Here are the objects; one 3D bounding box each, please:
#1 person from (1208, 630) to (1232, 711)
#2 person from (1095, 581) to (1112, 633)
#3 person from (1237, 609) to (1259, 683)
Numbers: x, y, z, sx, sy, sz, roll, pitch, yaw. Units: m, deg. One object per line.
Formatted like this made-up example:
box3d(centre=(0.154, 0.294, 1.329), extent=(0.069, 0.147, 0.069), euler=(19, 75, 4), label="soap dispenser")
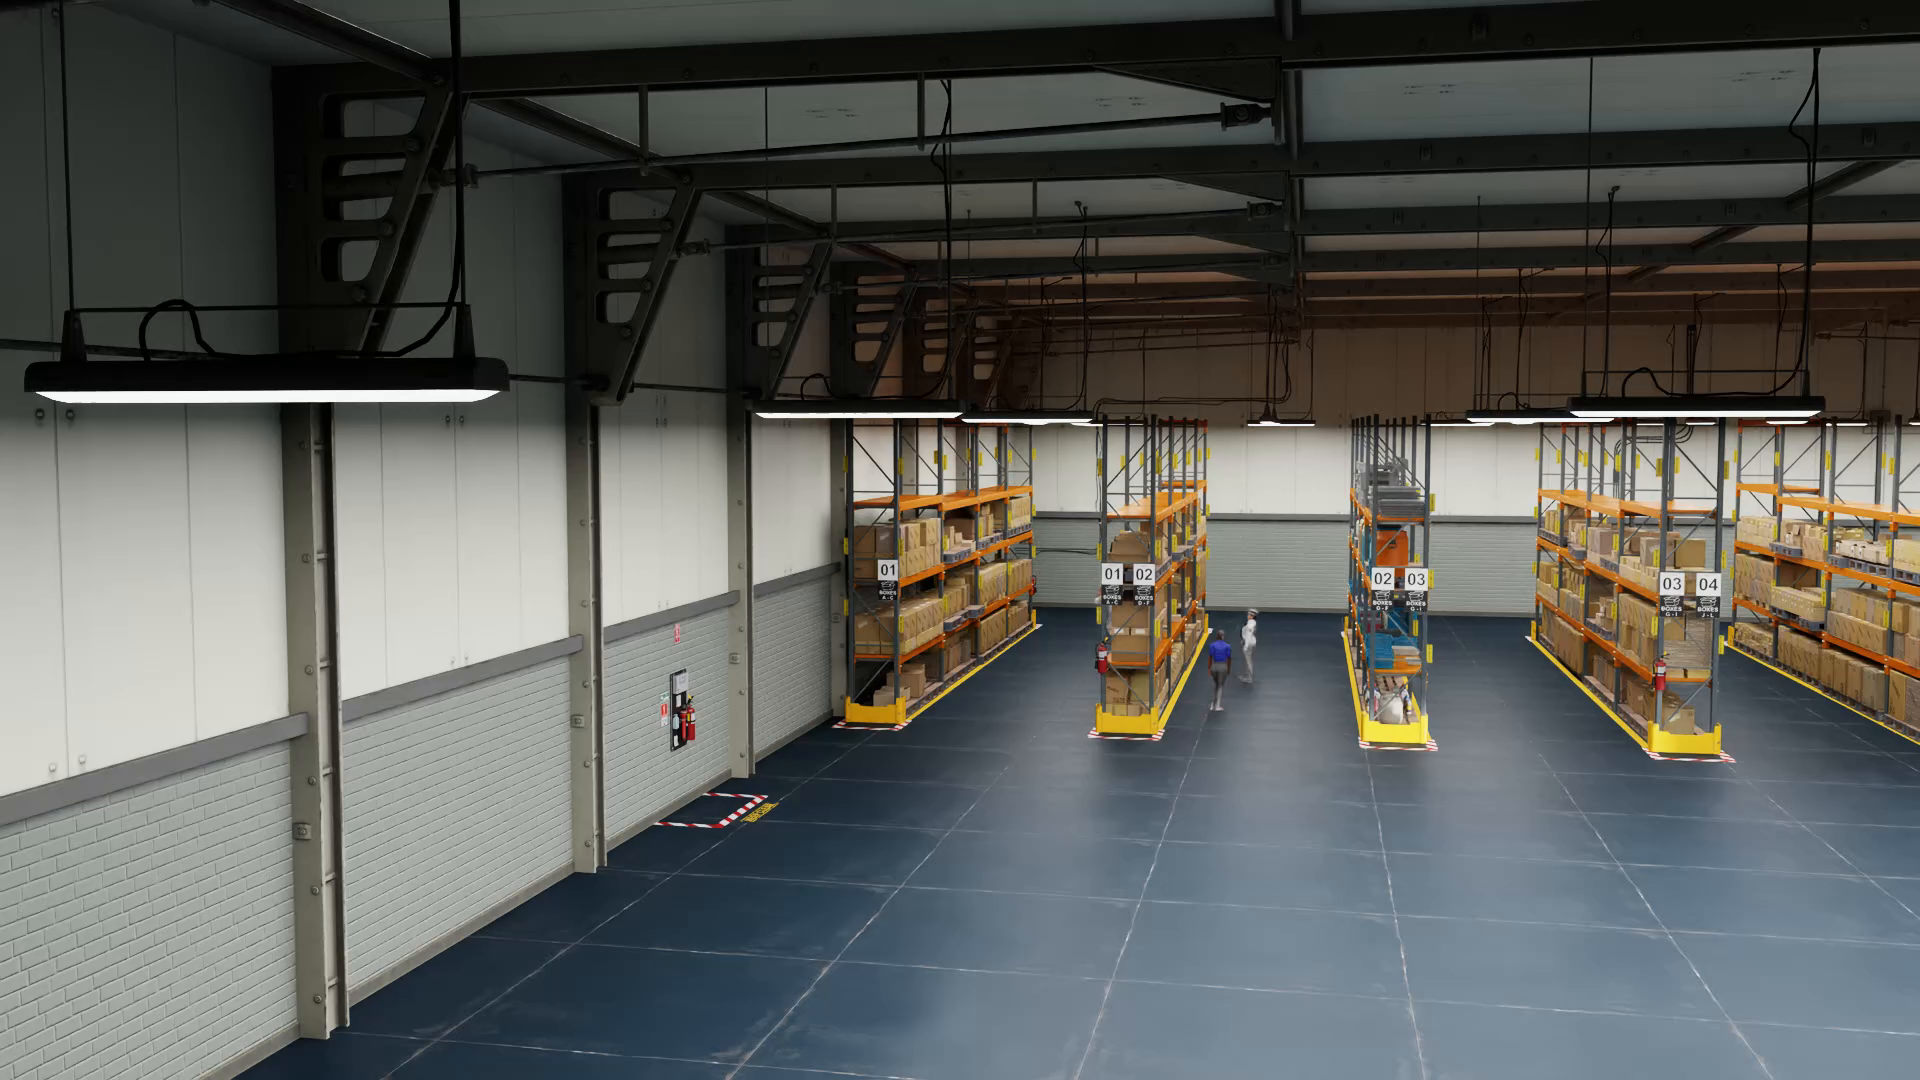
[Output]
box3d(centre=(5.292, 2.655, 33.721), extent=(0.437, 1.688, 0.463), euler=(3, 5, 42), label="person")
box3d(centre=(4.148, 1.707, 47.024), extent=(0.624, 1.743, 0.962), euler=(1, 4, 16), label="person")
box3d(centre=(6.487, 2.379, 37.724), extent=(0.585, 1.682, 0.506), euler=(2, 5, 33), label="person")
